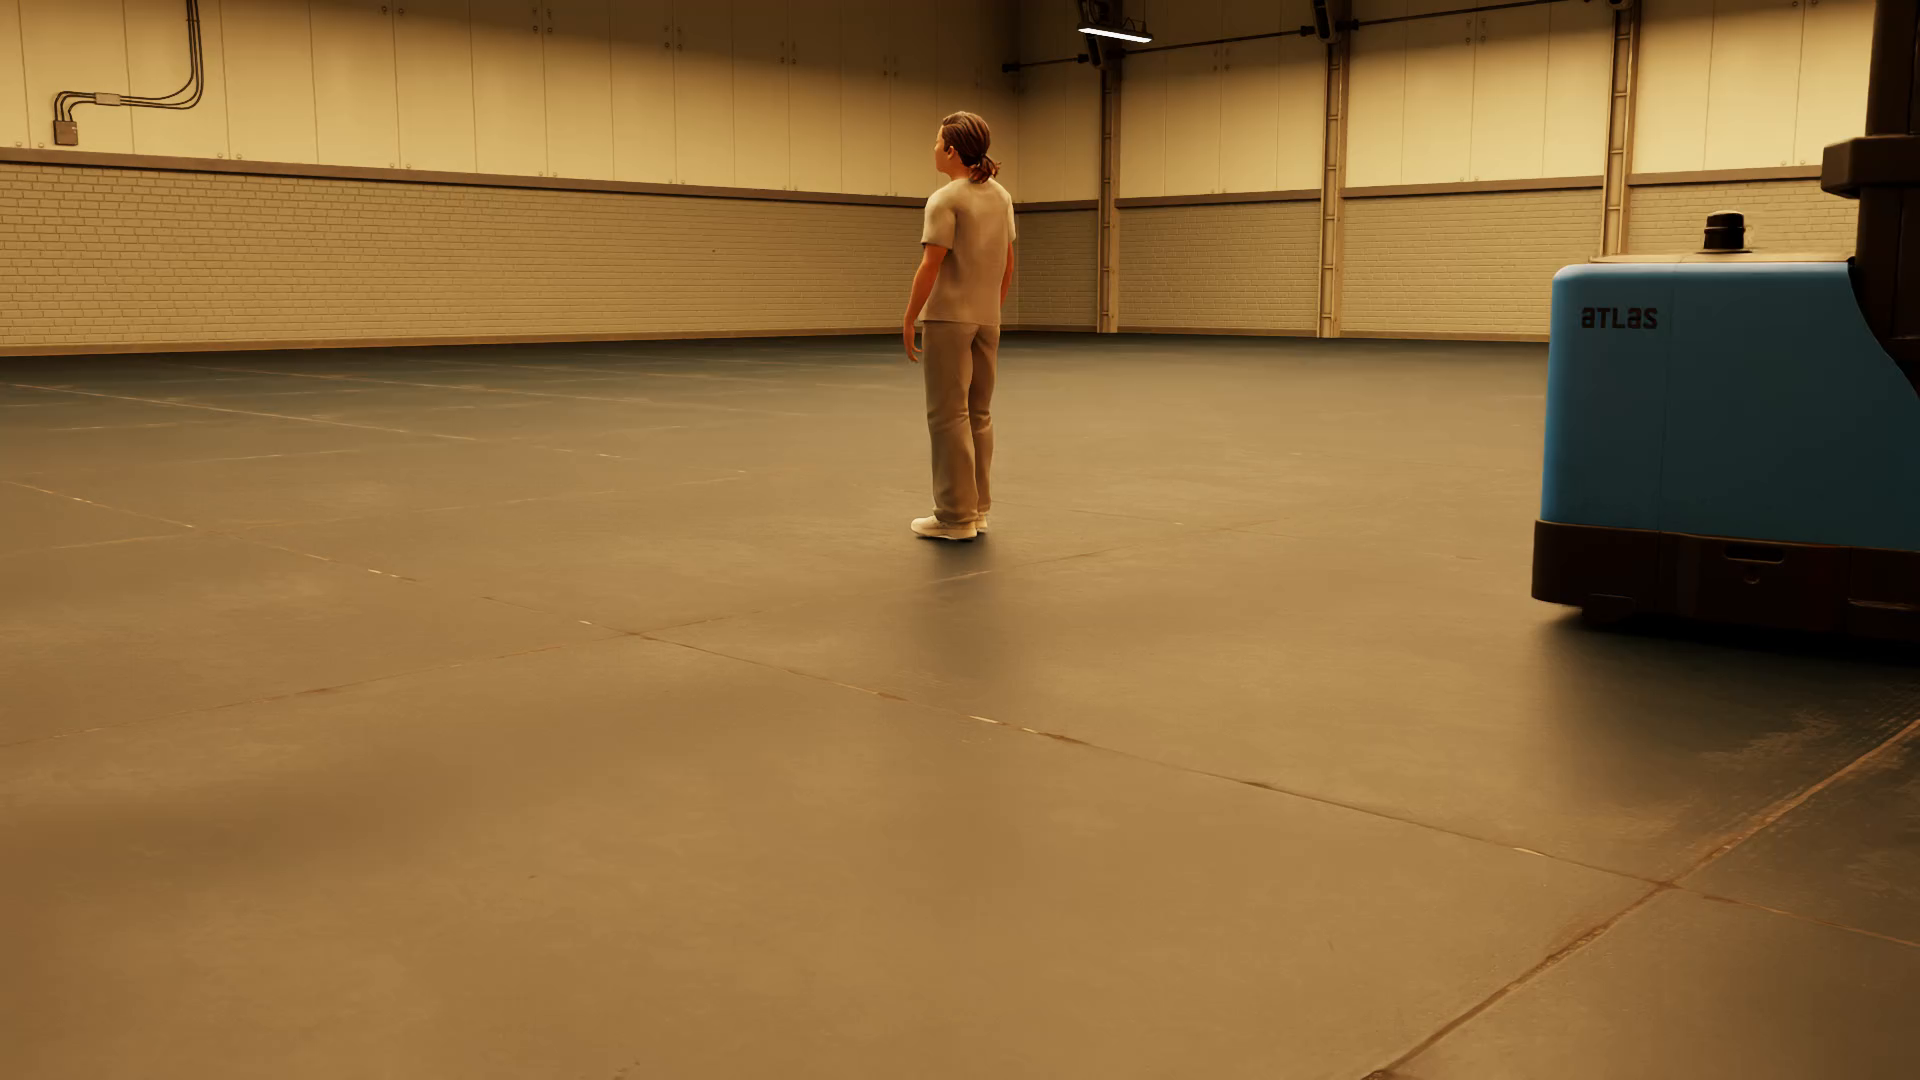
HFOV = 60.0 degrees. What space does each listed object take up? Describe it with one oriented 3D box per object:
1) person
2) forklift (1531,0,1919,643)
[{"bbox_3d":[-0.043,-0.845,6.652,0.549,1.675,0.549,8,12,43],"label":"person"},{"bbox_3d":[3.242,-1.131,4.387,3.031,2.935,1.130,6,10,35],"label":"forklift"}]
